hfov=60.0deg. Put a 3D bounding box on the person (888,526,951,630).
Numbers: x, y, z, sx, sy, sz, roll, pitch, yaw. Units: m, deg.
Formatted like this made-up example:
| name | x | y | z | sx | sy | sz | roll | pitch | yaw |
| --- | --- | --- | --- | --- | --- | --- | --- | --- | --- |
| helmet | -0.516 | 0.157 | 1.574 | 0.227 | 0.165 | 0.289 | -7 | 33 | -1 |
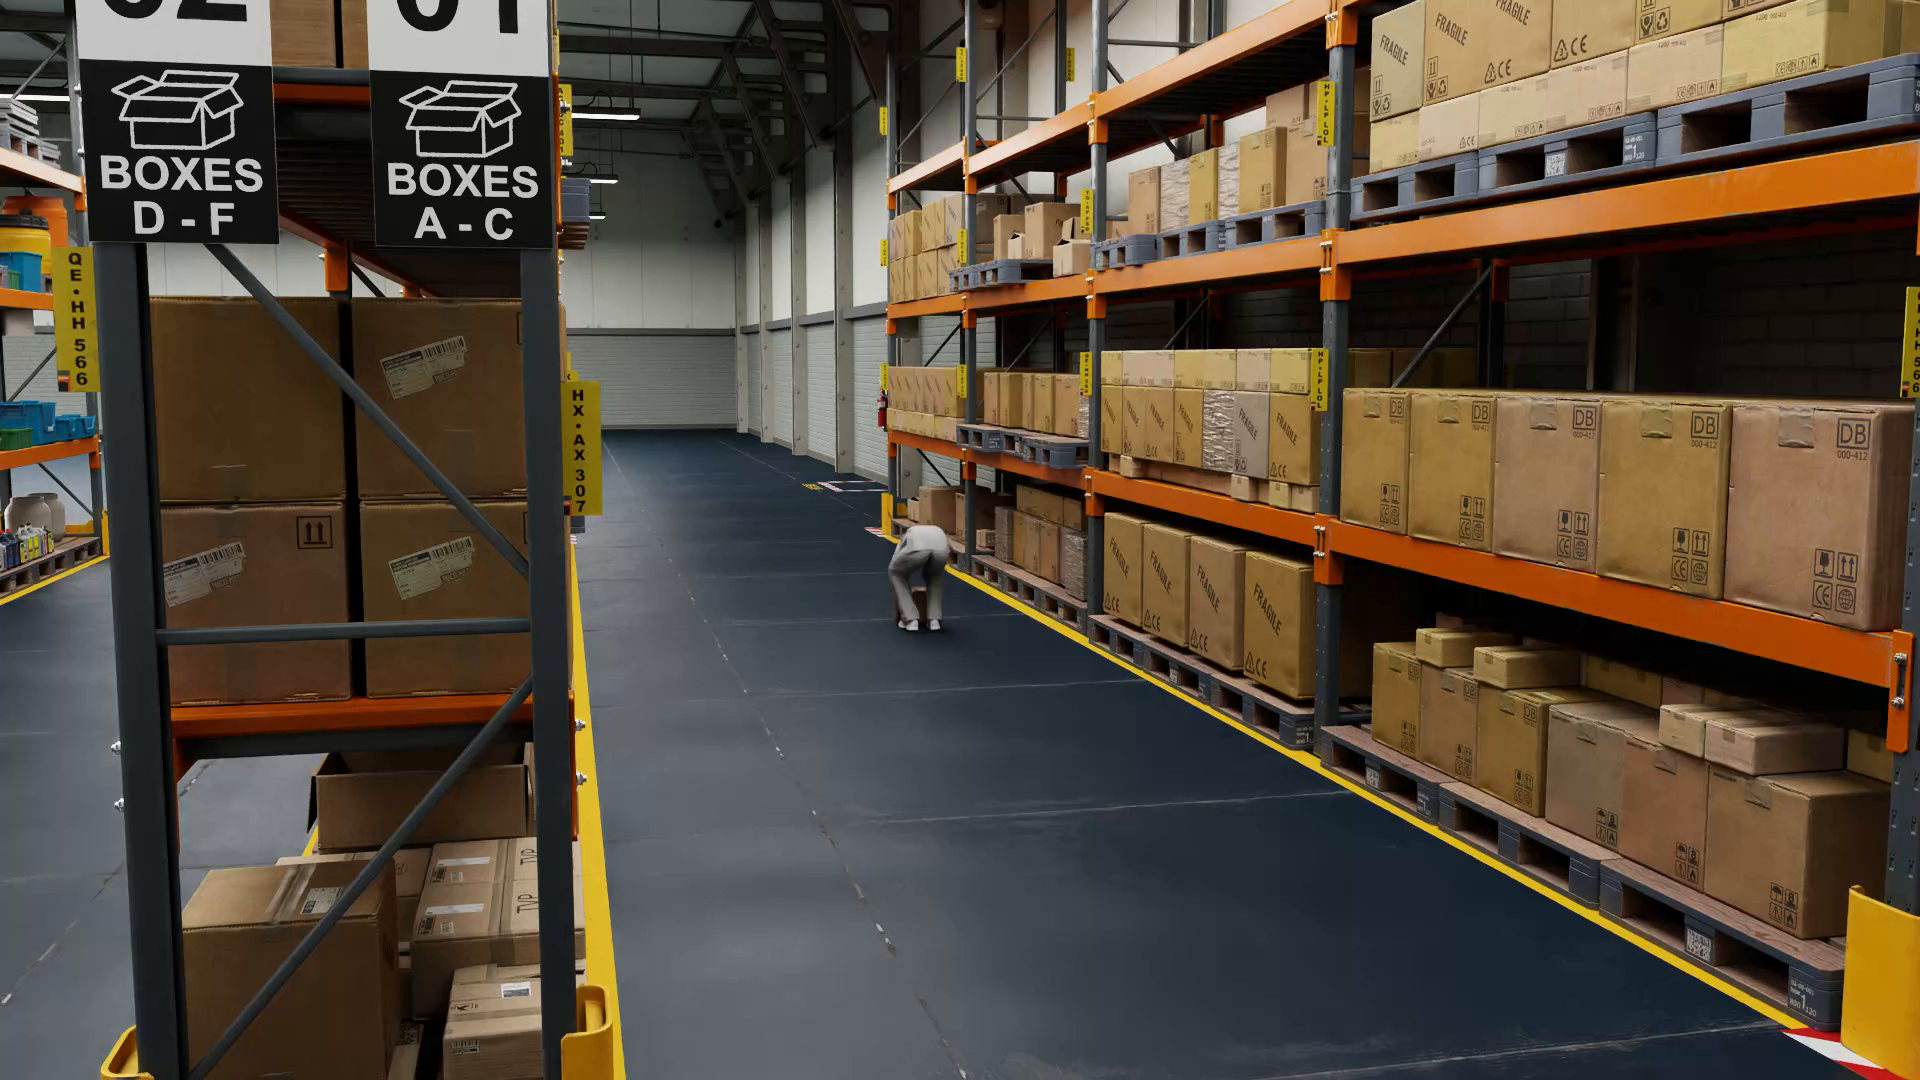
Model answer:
| name | x | y | z | sx | sy | sz | roll | pitch | yaw |
| --- | --- | --- | --- | --- | --- | --- | --- | --- | --- |
| person | -0.345 | 0.286 | 13.380 | 0.457 | 0.841 | 0.853 | -2 | 6 | -17 |
